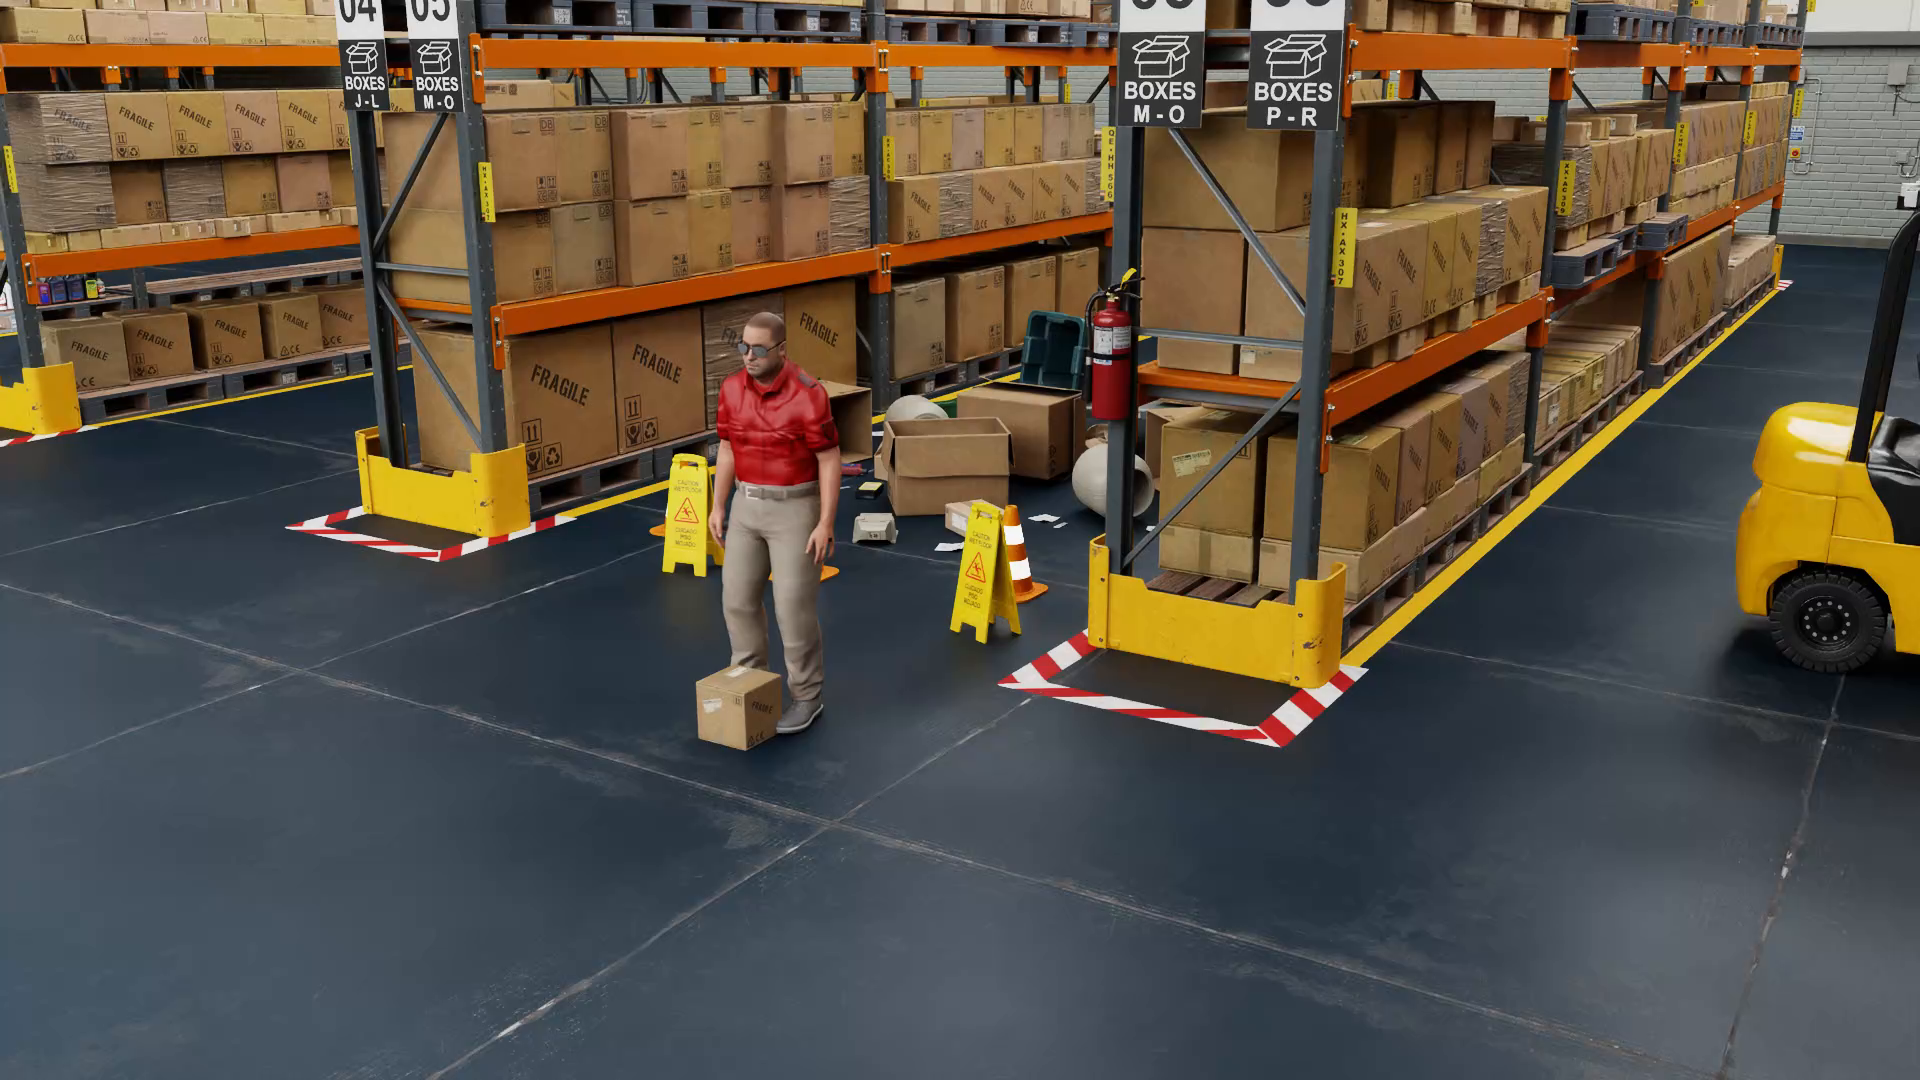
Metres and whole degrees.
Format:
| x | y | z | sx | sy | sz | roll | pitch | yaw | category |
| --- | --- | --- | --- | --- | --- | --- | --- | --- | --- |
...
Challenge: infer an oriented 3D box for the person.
| x | y | z | sx | sy | sz | roll | pitch | yaw | category |
| --- | --- | --- | --- | --- | --- | --- | --- | --- | --- |
| -0.771 | -0.084 | 6.849 | 0.606 | 1.727 | 0.391 | 8 | 18 | 27 | person |
